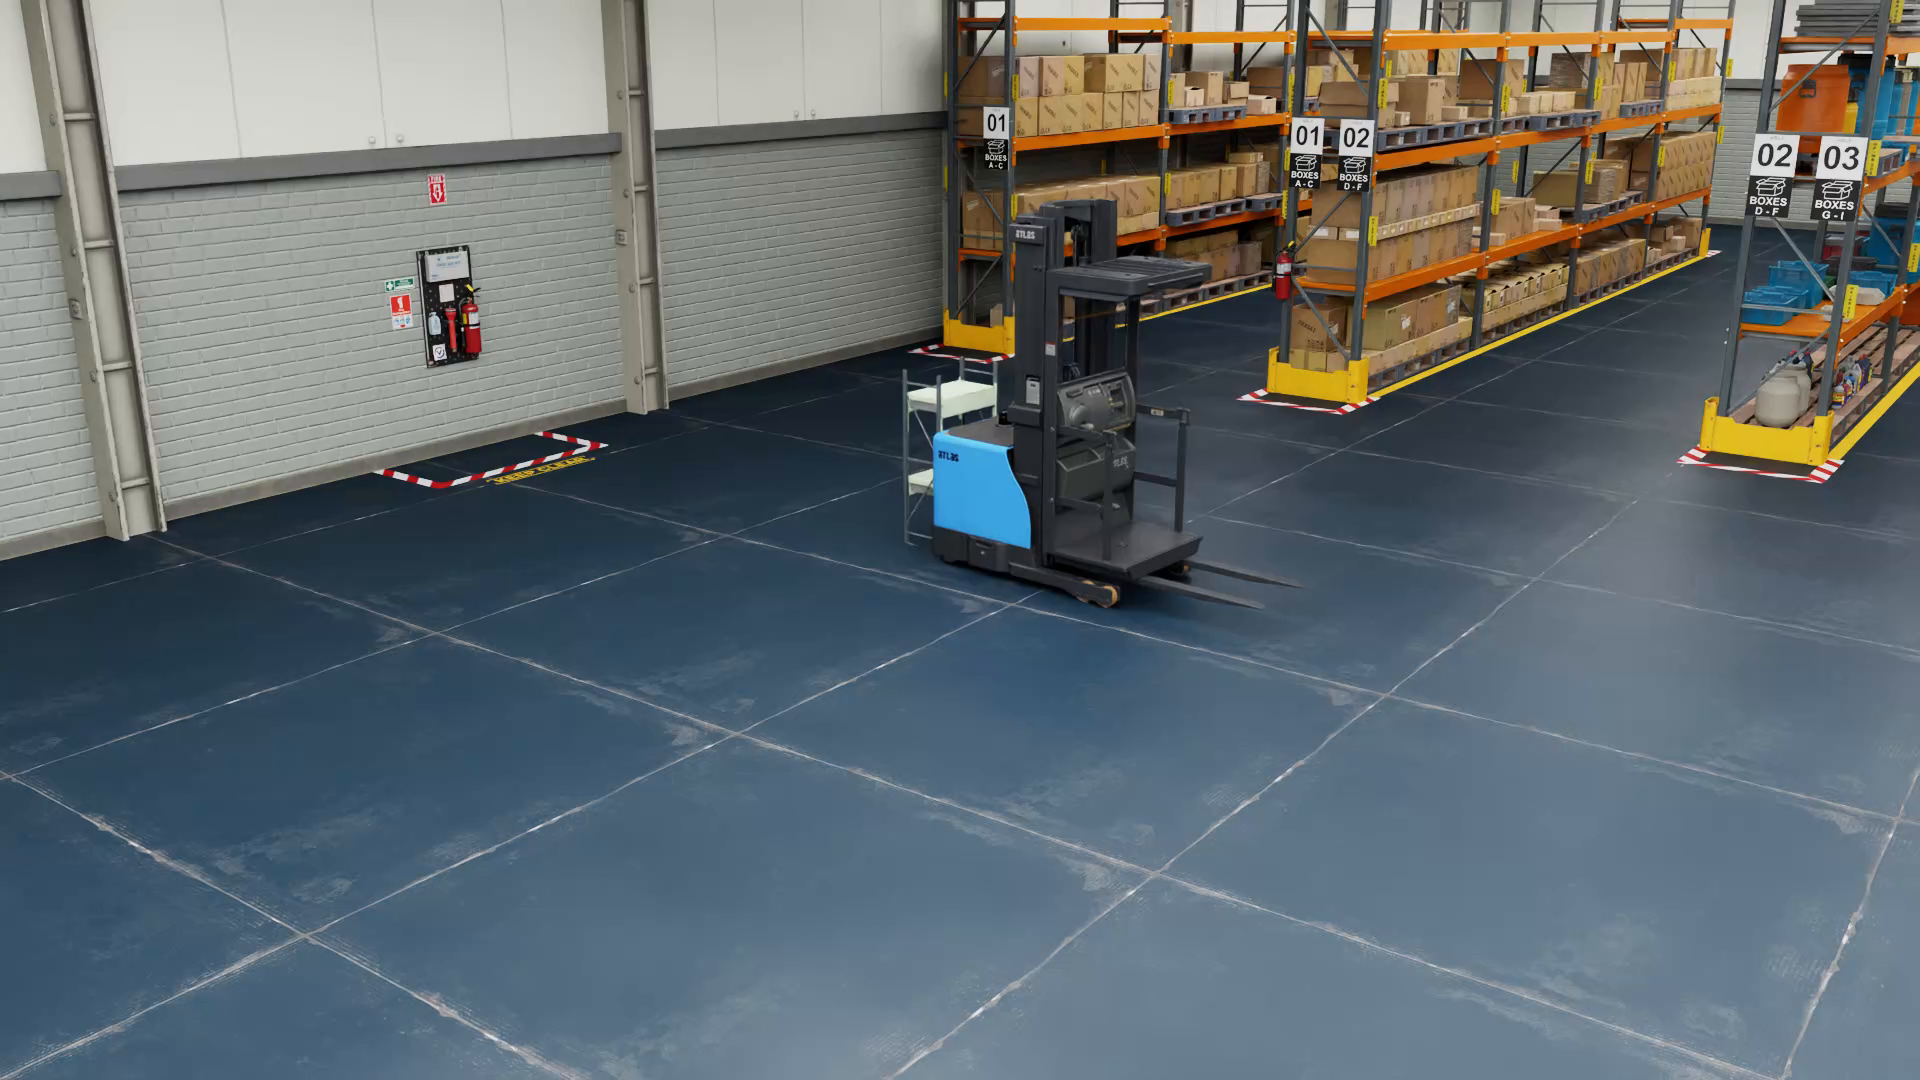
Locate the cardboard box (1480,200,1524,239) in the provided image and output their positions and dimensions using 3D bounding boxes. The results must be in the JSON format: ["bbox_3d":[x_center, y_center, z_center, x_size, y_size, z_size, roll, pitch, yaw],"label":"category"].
[{"bbox_3d":[7.718,-4.587,23.787,0.500,0.500,0.500,12,21,35],"label":"cardboard box"}]

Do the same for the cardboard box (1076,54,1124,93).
[{"bbox_3d":[1.952,-6.530,23.268,0.500,0.500,0.500,12,21,33],"label":"cardboard box"}]

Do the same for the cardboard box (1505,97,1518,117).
[{"bbox_3d":[7.334,-5.952,22.839,0.500,0.250,0.500,10,20,29],"label":"cardboard box"}]

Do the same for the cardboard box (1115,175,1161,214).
[{"bbox_3d":[2.621,-5.117,24.619,0.500,0.500,0.500,12,21,35],"label":"cardboard box"}]

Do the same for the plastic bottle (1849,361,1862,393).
[{"bbox_3d":[10.151,-1.856,18.887,0.144,0.351,0.185,12,21,34],"label":"plastic bottle"}]

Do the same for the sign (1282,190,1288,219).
[{"bbox_3d":[3.824,-3.927,19.479,0.100,0.325,0.005,12,21,35],"label":"sign"}]

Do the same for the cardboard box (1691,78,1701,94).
[{"bbox_3d":[12.792,-8.047,29.450,0.500,0.250,0.500,12,21,35],"label":"cardboard box"}]

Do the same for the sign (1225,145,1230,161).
[{"bbox_3d":[4.590,-6.592,28.459,0.100,0.325,0.005,12,21,35],"label":"sign"}]

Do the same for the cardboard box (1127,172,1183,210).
[{"bbox_3d":[2.985,-5.362,25.541,0.700,0.500,0.500,12,21,35],"label":"cardboard box"}]

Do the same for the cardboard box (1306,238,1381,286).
[{"bbox_3d":[4.540,-3.318,19.702,0.700,0.500,0.500,12,21,35],"label":"cardboard box"}]

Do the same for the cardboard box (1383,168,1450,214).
[{"bbox_3d":[5.776,-4.435,21.111,0.700,0.500,0.500,12,21,35],"label":"cardboard box"}]

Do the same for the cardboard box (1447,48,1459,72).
[{"bbox_3d":[9.587,-9.591,33.126,0.500,0.500,0.500,12,21,35],"label":"cardboard box"}]

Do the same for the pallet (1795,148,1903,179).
[{"bbox_3d":[8.799,-3.807,16.707,1.003,0.211,1.213,12,21,35],"label":"pallet"}]

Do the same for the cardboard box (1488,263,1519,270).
[{"bbox_3d":[8.164,-4.023,25.122,0.500,0.311,0.500,12,21,33],"label":"cardboard box"}]

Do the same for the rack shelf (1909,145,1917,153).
[{"bbox_3d":[11.802,-4.803,20.808,1.077,0.370,4.000,12,21,35],"label":"rack shelf"}]

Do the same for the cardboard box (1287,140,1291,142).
[{"bbox_3d":[6.022,-7.018,29.818,0.500,0.250,0.500,12,21,33],"label":"cardboard box"}]

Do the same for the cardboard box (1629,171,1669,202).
[{"bbox_3d":[11.924,-6.141,28.791,0.500,0.500,0.500,13,22,36],"label":"cardboard box"}]

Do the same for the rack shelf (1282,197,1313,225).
[{"bbox_3d":[6.229,-6.074,29.959,1.077,0.370,4.000,12,21,35],"label":"rack shelf"}]

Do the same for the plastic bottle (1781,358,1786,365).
[{"bbox_3d":[9.430,-1.918,19.086,0.144,0.351,0.185,12,21,34],"label":"plastic bottle"}]

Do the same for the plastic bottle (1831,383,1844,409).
[{"bbox_3d":[9.558,-1.569,18.097,0.097,0.271,0.097,0,17,0],"label":"plastic bottle"}]

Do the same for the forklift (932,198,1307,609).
[{"bbox_3d":[1.219,-1.064,12.727,3.031,2.935,1.130,14,22,38],"label":"forklift"}]

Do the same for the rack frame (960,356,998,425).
[{"bbox_3d":[0.160,-0.817,14.347,0.400,1.500,0.023,14,22,38],"label":"rack frame"}]

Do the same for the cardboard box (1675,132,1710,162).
[{"bbox_3d":[13.440,-7.222,30.589,0.500,0.500,0.500,13,22,36],"label":"cardboard box"}]

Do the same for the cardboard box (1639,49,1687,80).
[{"bbox_3d":[12.072,-8.194,28.659,0.700,0.500,0.500,12,21,35],"label":"cardboard box"}]

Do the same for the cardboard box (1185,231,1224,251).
[{"bbox_3d":[3.958,-4.887,27.131,0.500,0.250,0.500,12,21,34],"label":"cardboard box"}]

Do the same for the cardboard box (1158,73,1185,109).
[{"bbox_3d":[3.044,-6.785,25.102,0.500,0.500,0.500,16,24,42],"label":"cardboard box"}]

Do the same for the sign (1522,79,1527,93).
[{"bbox_3d":[8.583,-6.843,25.291,0.100,0.325,0.005,12,21,35],"label":"sign"}]

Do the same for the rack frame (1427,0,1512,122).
[{"bbox_3d":[6.635,-6.979,21.544,1.000,3.000,0.127,12,21,35],"label":"rack frame"}]

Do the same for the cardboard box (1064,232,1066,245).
[{"bbox_3d":[1.114,-4.160,22.801,0.500,0.250,0.500,12,21,33],"label":"cardboard box"}]

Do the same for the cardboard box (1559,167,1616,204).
[{"bbox_3d":[10.001,-5.669,26.565,0.500,0.500,0.700,-15,23,-40],"label":"cardboard box"}]

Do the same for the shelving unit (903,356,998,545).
[{"bbox_3d":[-0.077,-0.735,14.080,0.431,1.500,0.755,14,22,38],"label":"shelving unit"}]

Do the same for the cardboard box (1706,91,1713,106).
[{"bbox_3d":[13.383,-8.047,30.294,0.500,0.250,0.500,12,21,35],"label":"cardboard box"}]

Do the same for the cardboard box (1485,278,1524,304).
[{"bbox_3d":[7.691,-3.566,23.650,0.500,0.311,0.500,12,21,33],"label":"cardboard box"}]

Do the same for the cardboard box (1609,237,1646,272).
[{"bbox_3d":[11.337,-4.868,28.334,0.500,0.500,0.500,12,21,34],"label":"cardboard box"}]

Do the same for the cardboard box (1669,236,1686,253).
[{"bbox_3d":[13.068,-5.475,30.712,0.500,0.250,0.500,12,21,35],"label":"cardboard box"}]

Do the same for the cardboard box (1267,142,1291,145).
[{"bbox_3d":[5.719,-6.897,29.427,0.500,0.250,0.500,12,21,33],"label":"cardboard box"}]

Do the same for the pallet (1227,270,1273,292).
[{"bbox_3d":[4.571,-4.424,28.133,1.003,0.211,1.213,12,21,35],"label":"pallet"}]

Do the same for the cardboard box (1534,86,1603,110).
[{"bbox_3d":[9.251,-6.657,25.396,0.910,0.500,0.500,12,21,35],"label":"cardboard box"}]

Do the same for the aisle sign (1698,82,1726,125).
[{"bbox_3d":[14.071,-8.176,31.130,0.394,0.787,0.004,12,21,35],"label":"aisle sign"}]

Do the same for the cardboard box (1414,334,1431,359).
[{"bbox_3d":[5.644,-2.494,21.146,0.500,0.250,0.500,12,21,35],"label":"cardboard box"}]

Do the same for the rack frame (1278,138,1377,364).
[{"bbox_3d":[4.251,-3.161,19.366,1.000,3.000,0.127,12,21,35],"label":"rack frame"}]

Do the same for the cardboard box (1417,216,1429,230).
[{"bbox_3d":[5.574,-3.940,20.612,0.380,0.149,0.250,13,21,35],"label":"cardboard box"}]

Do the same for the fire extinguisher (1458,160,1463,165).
[{"bbox_3d":[10.264,-7.586,34.374,0.296,0.674,0.183,12,21,35],"label":"fire extinguisher"}]

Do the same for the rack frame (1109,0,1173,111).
[{"bbox_3d":[2.654,-7.854,24.360,1.000,3.000,0.127,12,21,35],"label":"rack frame"}]

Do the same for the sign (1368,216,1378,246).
[{"bbox_3d":[4.693,-3.513,18.906,0.100,0.325,0.005,12,21,35],"label":"sign"}]

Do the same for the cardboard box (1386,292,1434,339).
[{"bbox_3d":[5.645,-2.852,21.034,0.500,0.500,0.500,12,21,35],"label":"cardboard box"}]

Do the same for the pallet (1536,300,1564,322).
[{"bbox_3d":[8.496,-3.546,25.306,1.003,0.211,1.213,12,21,35],"label":"pallet"}]

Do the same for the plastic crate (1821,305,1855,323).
[{"bbox_3d":[9.019,-2.316,17.087,0.298,0.136,0.250,12,21,35],"label":"plastic crate"}]

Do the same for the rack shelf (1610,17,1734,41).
[{"bbox_3d":[12.593,-9.016,29.321,1.077,0.370,4.000,12,21,35],"label":"rack shelf"}]

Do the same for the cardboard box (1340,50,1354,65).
[{"bbox_3d":[6.791,-8.756,30.149,0.500,0.250,0.500,14,22,39],"label":"cardboard box"}]

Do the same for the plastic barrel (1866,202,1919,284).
[{"bbox_3d":[11.084,-3.516,19.662,0.600,0.901,0.708,12,21,35],"label":"plastic barrel"}]

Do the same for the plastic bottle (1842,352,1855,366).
[{"bbox_3d":[10.342,-2.004,19.364,0.144,0.351,0.185,12,21,35],"label":"plastic bottle"}]

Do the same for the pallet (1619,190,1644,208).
[{"bbox_3d":[10.837,-5.757,28.048,1.003,0.211,1.213,12,21,35],"label":"pallet"}]

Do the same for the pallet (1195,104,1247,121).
[{"bbox_3d":[3.723,-6.707,26.043,1.213,0.211,1.003,12,21,35],"label":"pallet"}]

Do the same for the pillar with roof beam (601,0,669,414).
[{"bbox_3d":[-0.125,-5.031,15.270,9.100,9.000,0.400,12,21,35],"label":"pillar with roof beam"}]

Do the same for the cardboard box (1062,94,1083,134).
[{"bbox_3d":[1.325,-5.807,22.626,0.500,0.500,0.500,14,22,37],"label":"cardboard box"}]

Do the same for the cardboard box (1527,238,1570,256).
[{"bbox_3d":[9.417,-4.720,26.593,0.500,0.250,0.500,13,22,37],"label":"cardboard box"}]

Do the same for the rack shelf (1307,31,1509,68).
[{"bbox_3d":[5.443,-5.968,20.176,1.077,0.370,4.000,12,21,35],"label":"rack shelf"}]
